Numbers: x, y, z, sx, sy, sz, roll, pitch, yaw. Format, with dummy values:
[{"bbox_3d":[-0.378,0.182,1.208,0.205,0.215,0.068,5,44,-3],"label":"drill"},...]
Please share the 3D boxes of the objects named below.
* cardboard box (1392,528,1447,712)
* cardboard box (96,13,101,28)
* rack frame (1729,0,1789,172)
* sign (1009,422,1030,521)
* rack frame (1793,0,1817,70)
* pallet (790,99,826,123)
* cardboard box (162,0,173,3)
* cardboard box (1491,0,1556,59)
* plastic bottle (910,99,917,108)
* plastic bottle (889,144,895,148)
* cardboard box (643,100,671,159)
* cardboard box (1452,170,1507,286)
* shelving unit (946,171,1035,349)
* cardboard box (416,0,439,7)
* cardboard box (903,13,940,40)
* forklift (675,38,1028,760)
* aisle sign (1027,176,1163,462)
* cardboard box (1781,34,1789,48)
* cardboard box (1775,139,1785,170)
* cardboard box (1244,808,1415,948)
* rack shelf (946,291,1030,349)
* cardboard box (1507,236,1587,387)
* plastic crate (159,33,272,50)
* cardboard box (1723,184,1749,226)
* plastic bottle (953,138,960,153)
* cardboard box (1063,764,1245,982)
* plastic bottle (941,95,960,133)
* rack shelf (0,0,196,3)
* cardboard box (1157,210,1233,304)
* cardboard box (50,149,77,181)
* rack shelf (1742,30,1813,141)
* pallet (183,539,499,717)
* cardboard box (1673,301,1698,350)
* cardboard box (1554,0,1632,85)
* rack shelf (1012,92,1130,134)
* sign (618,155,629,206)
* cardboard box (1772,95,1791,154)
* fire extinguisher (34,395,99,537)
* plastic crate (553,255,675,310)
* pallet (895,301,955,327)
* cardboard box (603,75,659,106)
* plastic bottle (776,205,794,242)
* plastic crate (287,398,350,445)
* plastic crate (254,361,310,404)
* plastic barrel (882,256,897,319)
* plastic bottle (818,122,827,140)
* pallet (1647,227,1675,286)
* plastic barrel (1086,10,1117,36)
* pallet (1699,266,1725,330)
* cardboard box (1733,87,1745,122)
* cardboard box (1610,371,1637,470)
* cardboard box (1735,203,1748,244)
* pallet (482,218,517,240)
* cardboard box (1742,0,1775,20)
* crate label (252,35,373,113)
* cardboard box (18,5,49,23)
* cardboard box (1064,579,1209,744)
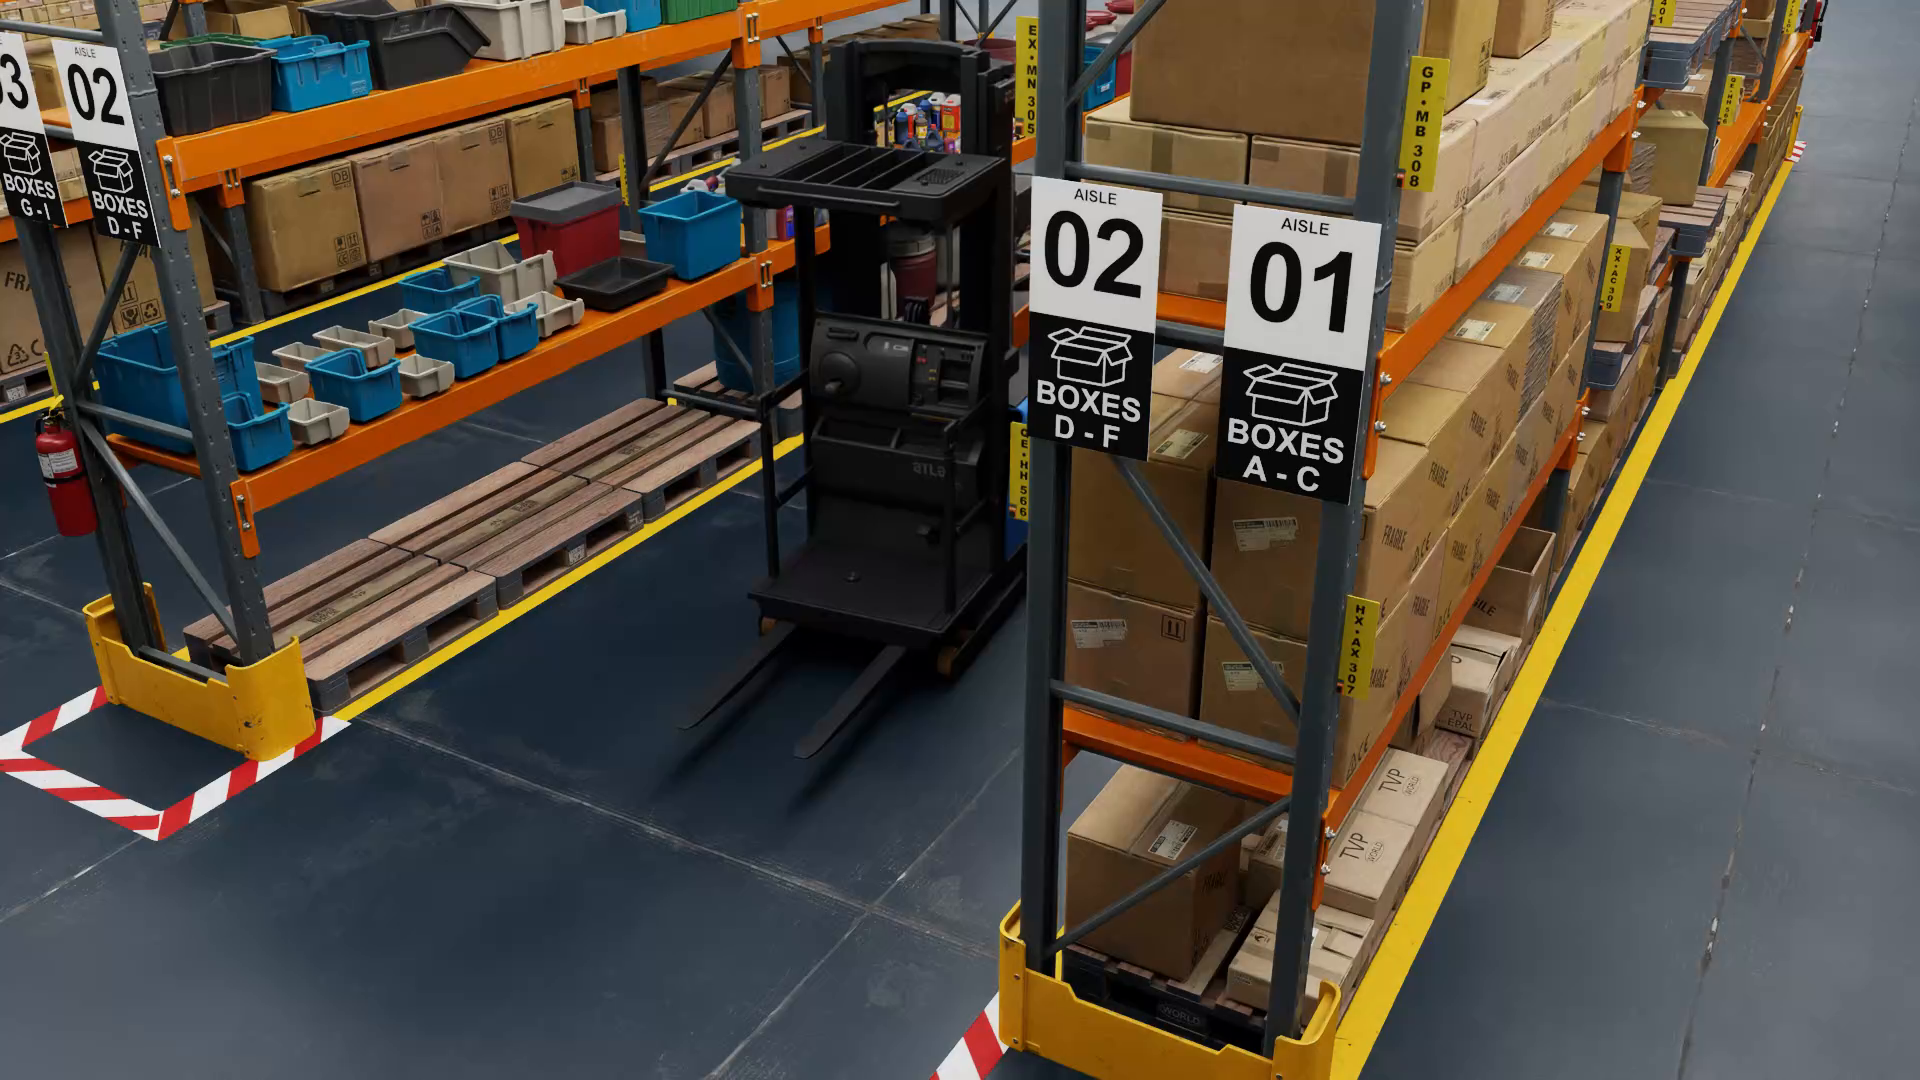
[{"bbox_3d":[1.371,0.219,5.849,0.500,0.500,0.500,14,30,26],"label":"cardboard box"},{"bbox_3d":[-8.632,-5.235,16.668,0.380,0.149,0.250,13,29,24],"label":"cardboard box"},{"bbox_3d":[6.577,-4.096,14.581,1.000,3.000,0.127,14,30,26],"label":"rack frame"},{"bbox_3d":[0.200,-0.208,5.168,0.100,0.325,0.005,14,30,26],"label":"sign"},{"bbox_3d":[8.545,-5.654,17.695,1.000,3.000,0.127,14,30,26],"label":"rack frame"},{"bbox_3d":[-1.746,-5.301,20.104,1.003,0.211,1.213,14,30,26],"label":"pallet"},{"bbox_3d":[-8.259,-5.662,17.190,0.380,0.149,0.250,15,30,28],"label":"cardboard box"},{"bbox_3d":[1.712,-2.025,5.864,0.700,0.500,0.500,14,30,26],"label":"cardboard box"},{"bbox_3d":[-0.397,-3.361,13.244,0.061,0.283,0.133,14,30,26],"label":"plastic bottle"},{"bbox_3d":[-0.489,-2.707,11.951,0.097,0.271,0.097,0,27,0],"label":"plastic bottle"},{"bbox_3d":[-3.440,-4.283,17.256,0.700,0.500,0.500,12,29,22],"label":"cardboard box"},{"bbox_3d":[1.405,-1.029,5.272,0.500,0.250,0.500,14,30,26],"label":"cardboard box"},{"bbox_3d":[0.209,-1.207,9.816,0.431,2.100,0.503,11,29,20],"label":"shelving unit"},{"bbox_3d":[-4.711,-4.678,14.512,0.797,0.503,0.637,15,30,27],"label":"cardboard box"},{"bbox_3d":[-0.400,-6.668,22.042,0.500,0.500,0.500,21,33,35],"label":"cardboard box"},{"bbox_3d":[-0.401,-0.829,8.132,1.130,2.935,3.031,11,29,20],"label":"forklift"},{"bbox_3d":[0.373,-0.622,4.738,0.394,0.787,0.004,14,30,26],"label":"aisle sign"},{"bbox_3d":[8.050,-5.314,16.904,0.700,0.500,0.500,15,30,27],"label":"cardboard box"},{"bbox_3d":[8.058,-3.946,16.884,0.500,0.250,0.500,14,30,26],"label":"cardboard box"},{"bbox_3d":[1.434,1.270,6.443,0.500,0.250,0.500,14,30,26],"label":"cardboard box"},{"bbox_3d":[0.209,-1.195,9.822,0.431,0.518,0.480,11,29,20],"label":"rack shelf"},{"bbox_3d":[2.368,-1.015,7.199,0.500,0.500,0.500,14,30,25],"label":"cardboard box"},{"bbox_3d":[-3.401,-2.205,7.690,0.450,0.188,0.336,14,30,26],"label":"plastic crate"},{"bbox_3d":[6.377,-2.879,14.127,0.500,0.311,0.500,15,30,28],"label":"cardboard box"},{"bbox_3d":[-0.051,-2.892,12.398,0.097,0.201,0.097,0,27,0],"label":"plastic bottle"},{"bbox_3d":[0.727,1.236,6.231,0.500,0.500,0.500,14,30,26],"label":"cardboard box"},{"bbox_3d":[-0.063,-3.443,13.415,0.152,0.276,0.135,14,30,26],"label":"plastic bottle"},{"bbox_3d":[-6.965,-3.401,10.646,1.077,0.370,4.000,14,30,26],"label":"rack shelf"},{"bbox_3d":[0.697,-0.951,5.116,0.500,0.250,0.500,14,30,26],"label":"cardboard box"},{"bbox_3d":[-6.474,-2.596,11.419,0.500,0.250,0.500,15,30,27],"label":"cardboard box"},{"bbox_3d":[7.561,-4.553,16.299,1.077,0.370,4.000,14,30,26],"label":"rack shelf"},{"bbox_3d":[-3.198,0.423,8.669,1.003,0.211,1.213,14,30,26],"label":"pallet"},{"bbox_3d":[5.122,-1.634,12.267,0.500,0.250,0.500,14,30,26],"label":"cardboard box"},{"bbox_3d":[2.390,-2.032,6.717,0.500,0.250,0.500,14,30,26],"label":"cardboard box"},{"bbox_3d":[1.282,-4.087,15.367,1.077,0.370,4.000,14,30,26],"label":"rack shelf"},{"bbox_3d":[-2.147,-2.316,10.716,0.100,0.325,0.005,14,30,26],"label":"sign"},{"bbox_3d":[7.814,-4.086,16.326,0.500,0.500,0.500,14,30,26],"label":"cardboard box"},{"bbox_3d":[-4.107,-0.351,7.603,0.296,0.674,0.183,14,30,26],"label":"fire extinguisher"},{"bbox_3d":[-1.986,-1.478,9.593,0.437,0.125,0.590,14,30,26],"label":"plastic crate"},{"bbox_3d":[-0.654,-1.592,12.694,1.003,0.211,1.213,14,30,26],"label":"pallet"},{"bbox_3d":[-3.458,-4.611,17.073,0.500,0.250,0.500,18,32,32],"label":"cardboard box"},{"bbox_3d":[-1.118,-2.067,10.658,0.061,0.283,0.133,14,30,26],"label":"plastic bottle"},{"bbox_3d":[-2.999,-0.551,7.726,0.250,0.136,0.298,14,30,26],"label":"plastic crate"},{"bbox_3d":[-3.394,-0.778,8.180,0.396,0.136,0.243,14,30,26],"label":"plastic crate"},{"bbox_3d":[-0.683,-1.830,12.365,0.421,0.512,0.421,0,27,0],"label":"plastic barrel"},{"bbox_3d":[-0.960,-2.908,12.262,0.144,0.351,0.185,14,30,26],"label":"plastic bottle"},{"bbox_3d":[3.656,-1.692,9.993,1.003,0.211,1.213,14,30,26],"label":"pallet"},{"bbox_3d":[1.244,-4.638,15.513,0.433,0.535,0.433,0,27,0],"label":"plastic barrel"},{"bbox_3d":[5.649,-2.076,13.661,1.003,0.211,1.213,14,30,26],"label":"pallet"},{"bbox_3d":[6.304,-3.652,13.845,0.396,0.266,0.258,13,30,25],"label":"cardboard box"},{"bbox_3d":[3.846,-0.792,10.282,0.500,0.500,0.500,13,29,24],"label":"cardboard box"},{"bbox_3d":[6.625,-2.828,14.652,0.500,0.250,0.500,14,30,26],"label":"cardboard box"},{"bbox_3d":[-4.467,-3.182,15.871,1.003,0.211,1.213,14,30,26],"label":"pallet"},{"bbox_3d":[6.790,-4.895,14.616,0.700,0.500,0.500,14,30,26],"label":"cardboard box"},{"bbox_3d":[-2.902,-2.074,7.358,0.408,0.251,0.502,14,30,26],"label":"crate label"},{"bbox_3d":[-9.015,-5.065,15.997,0.380,0.149,0.250,14,30,25],"label":"cardboard box"},{"bbox_3d":[0.657,0.302,5.684,0.500,0.500,0.500,15,30,28],"label":"cardboard box"}]
